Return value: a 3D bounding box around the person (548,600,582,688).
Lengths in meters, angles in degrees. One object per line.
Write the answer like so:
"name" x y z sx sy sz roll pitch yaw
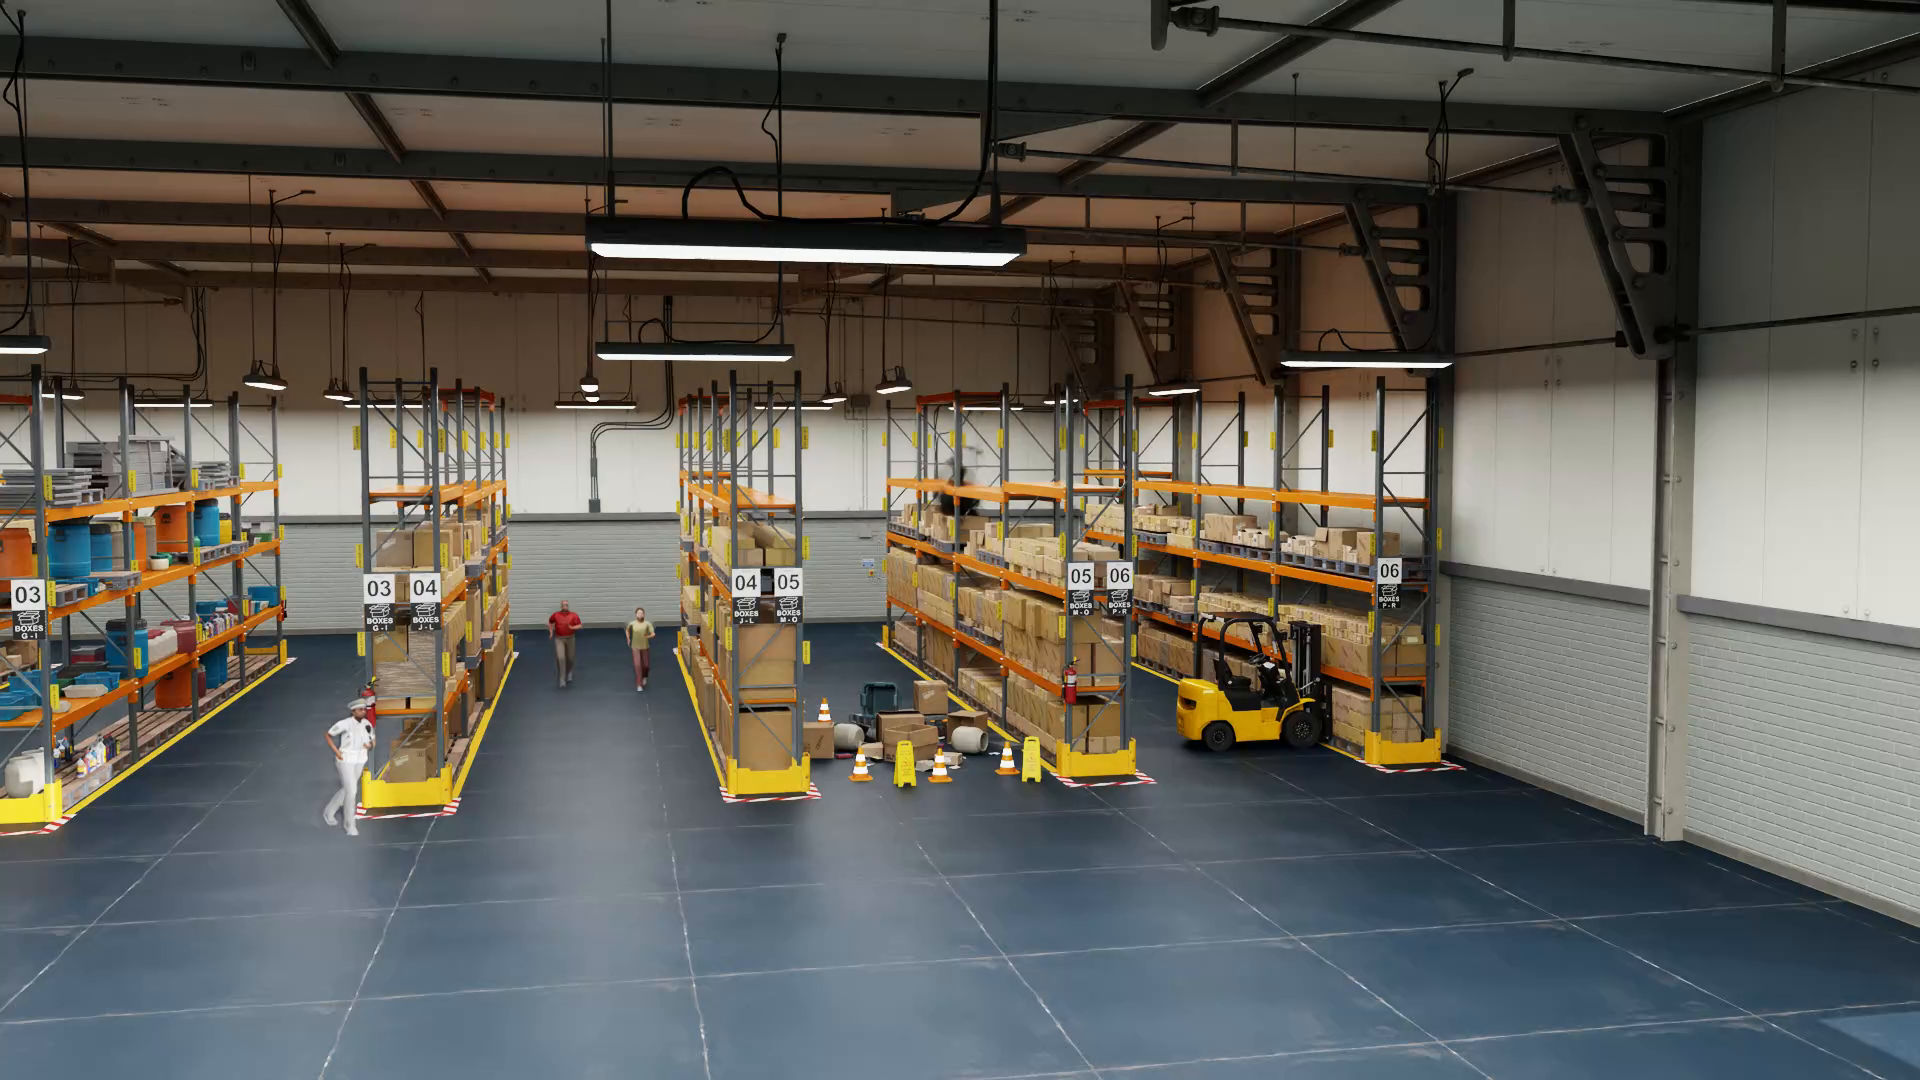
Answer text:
"person" -8.082 2.093 34.043 0.658 1.729 0.962 -1 4 -17

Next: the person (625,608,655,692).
"person" -6.414 2.179 33.376 0.586 1.645 0.918 -1 3 -12

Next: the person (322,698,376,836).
"person" -7.858 2.907 21.476 0.767 1.737 0.586 2 4 32
